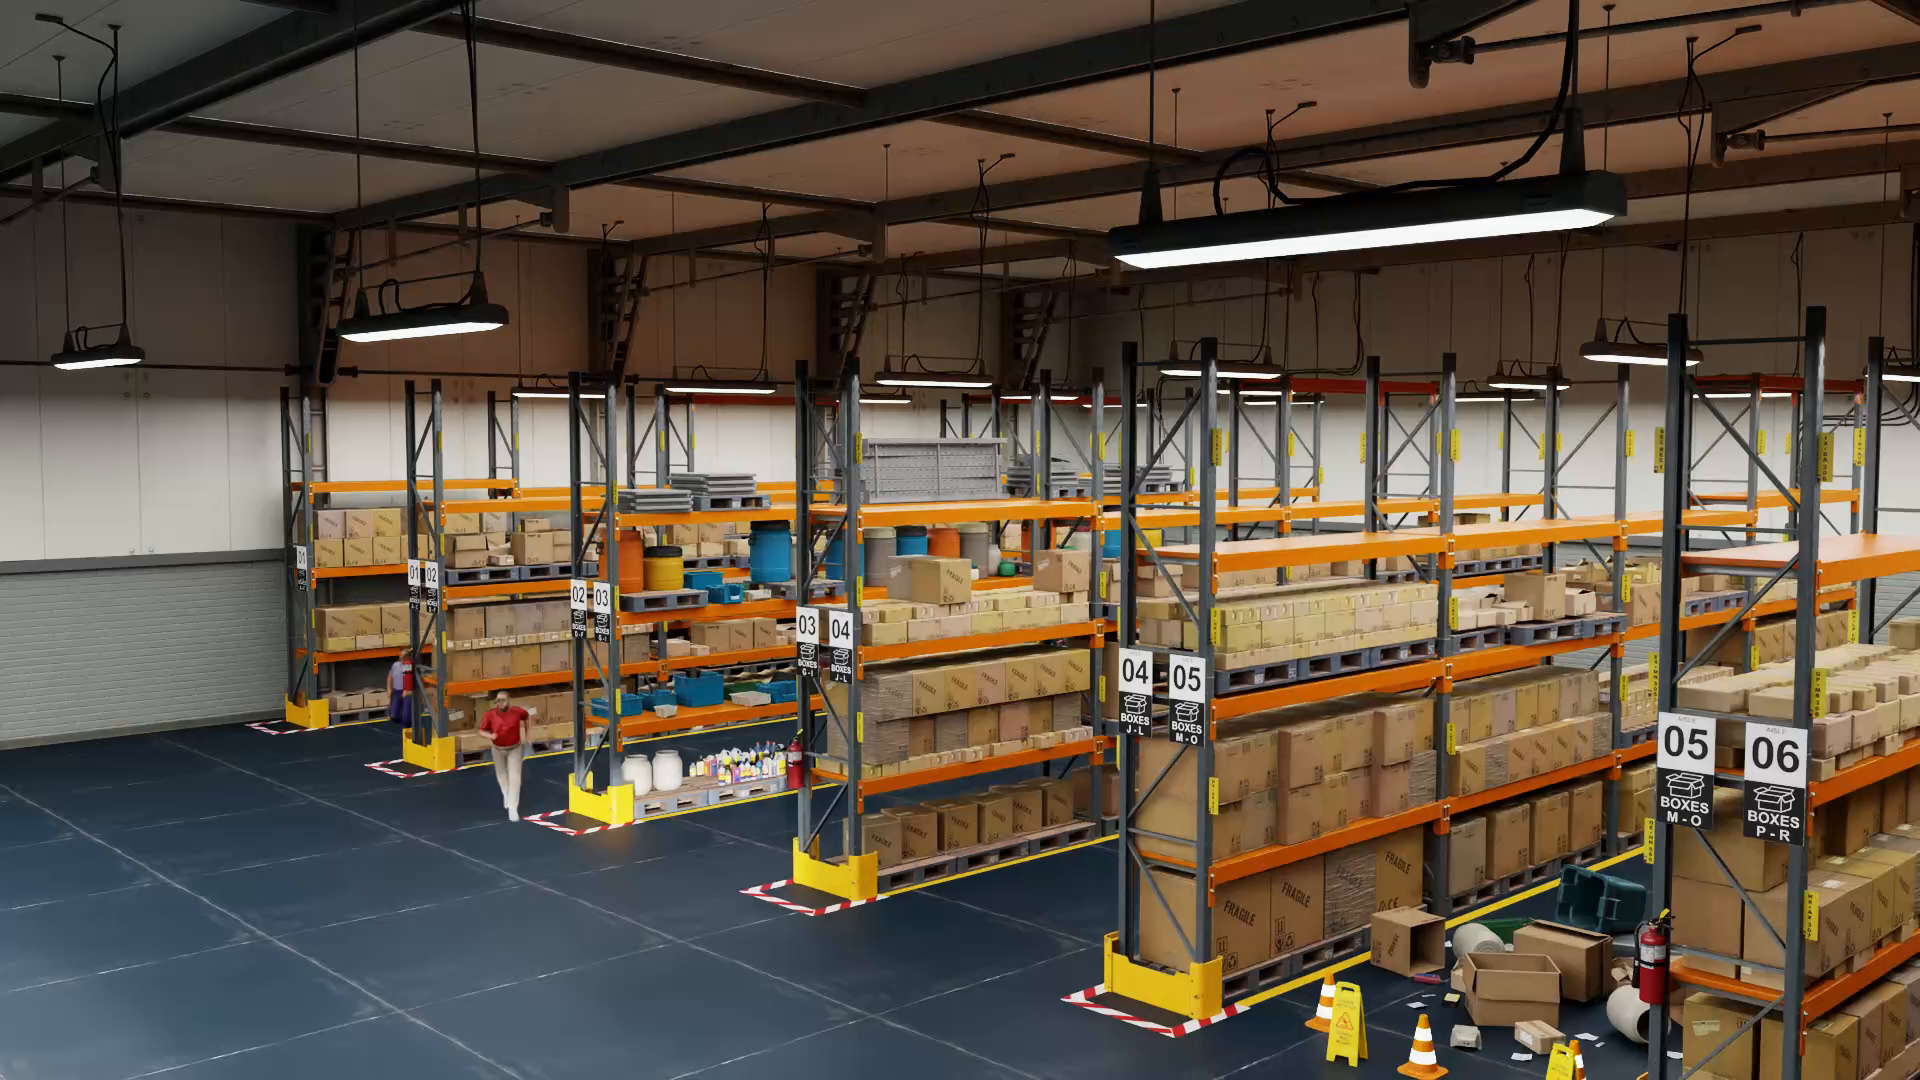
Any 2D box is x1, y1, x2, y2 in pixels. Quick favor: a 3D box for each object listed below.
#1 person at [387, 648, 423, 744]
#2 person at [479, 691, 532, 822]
[{"bbox_3d":[-9.280,2.602,27.811,0.661,1.604,0.521,1,4,13],"label":"person"},{"bbox_3d":[-6.137,2.883,22.498,0.675,1.731,0.994,0,4,-7],"label":"person"}]
